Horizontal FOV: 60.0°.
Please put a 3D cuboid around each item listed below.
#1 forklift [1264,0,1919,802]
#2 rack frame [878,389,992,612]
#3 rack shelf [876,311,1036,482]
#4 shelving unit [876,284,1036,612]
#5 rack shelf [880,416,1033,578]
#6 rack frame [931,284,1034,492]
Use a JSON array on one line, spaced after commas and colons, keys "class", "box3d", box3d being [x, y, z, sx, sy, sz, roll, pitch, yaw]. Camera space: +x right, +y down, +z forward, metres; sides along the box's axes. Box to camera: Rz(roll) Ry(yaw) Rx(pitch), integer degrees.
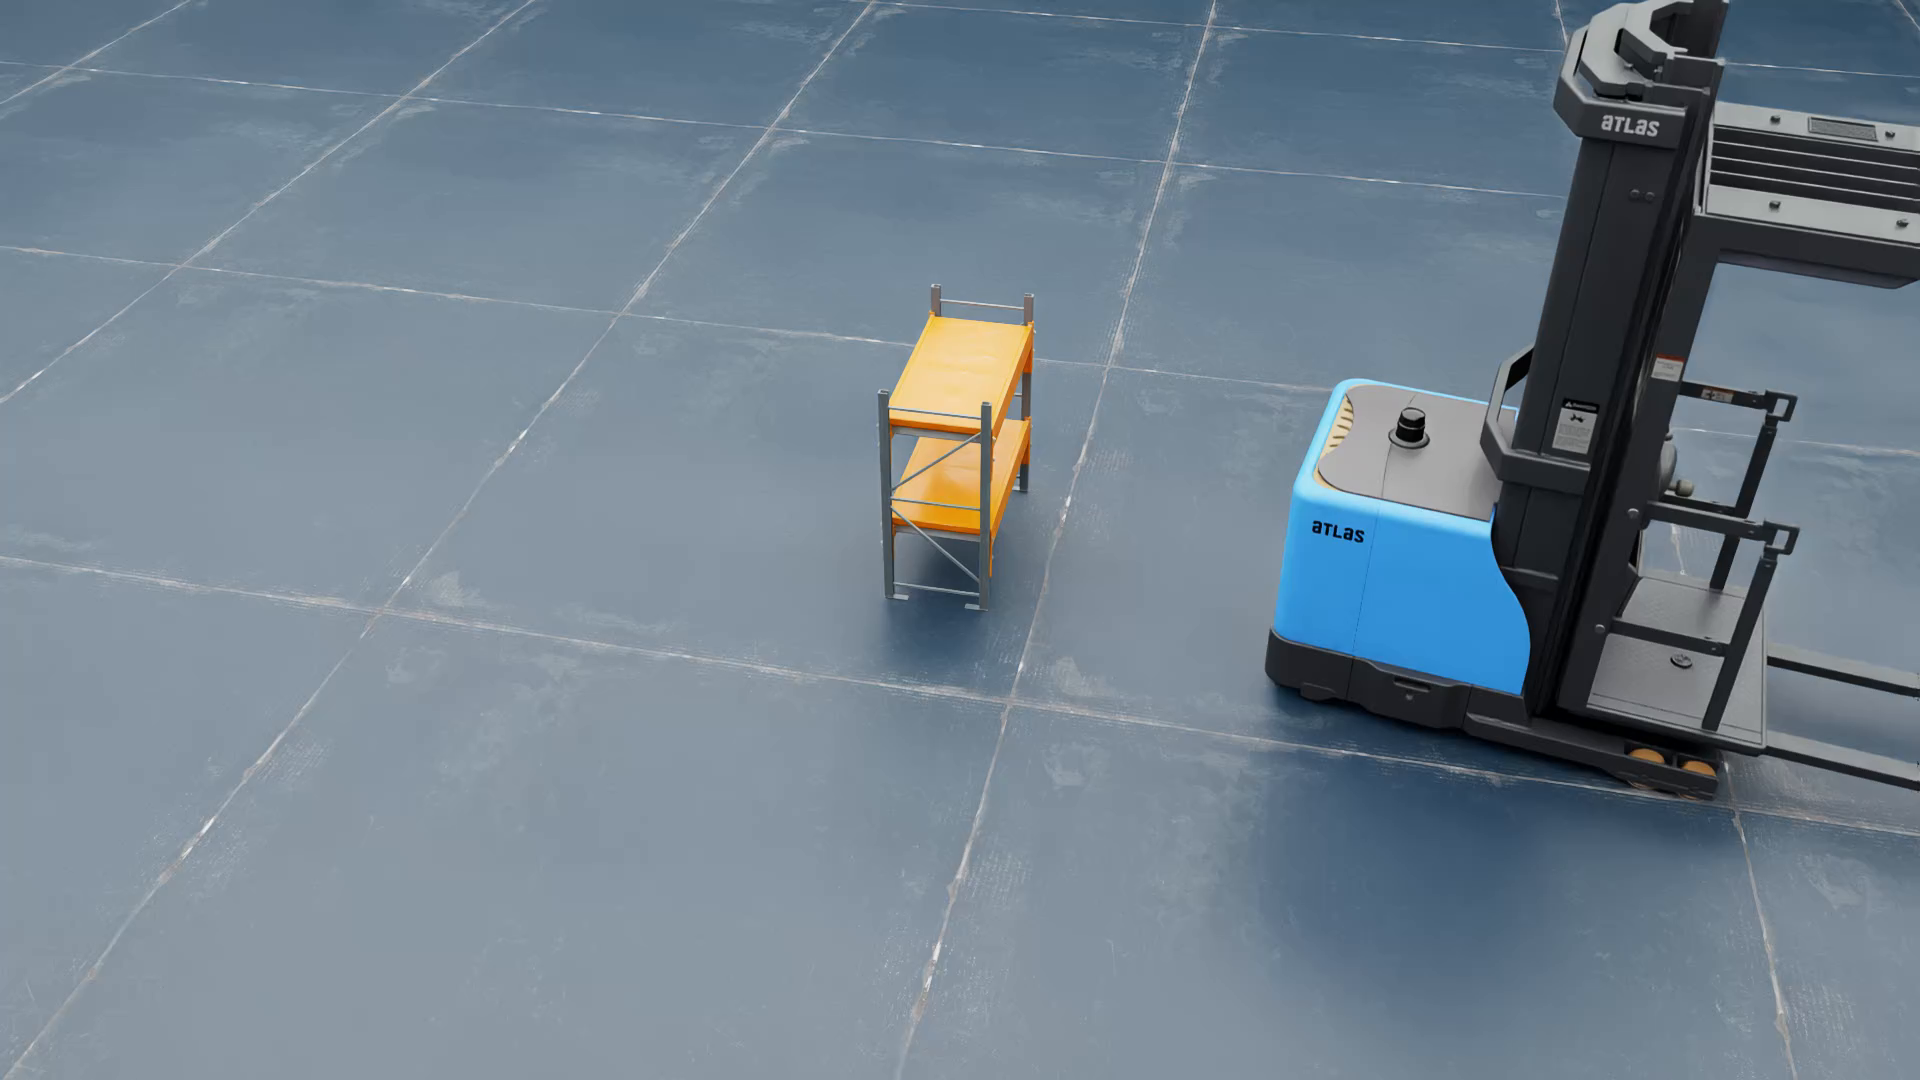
[{"class": "forklift", "box3d": [2.914, -0.476, 6.409, 3.031, 2.935, 1.130, 13, 38, 17]}, {"class": "rack frame", "box3d": [-0.110, -0.160, 7.512, 0.500, 1.125, 0.032, 7, 37, 10]}, {"class": "rack shelf", "box3d": [-0.001, -0.689, 7.743, 0.538, 0.278, 1.000, 7, 37, 10]}, {"class": "shelving unit", "box3d": [-0.001, -0.452, 7.915, 0.538, 1.125, 1.048, 7, 37, 10]}, {"class": "rack shelf", "box3d": [-0.001, -0.254, 8.058, 0.538, 0.278, 1.000, 7, 37, 10]}, {"class": "rack frame", "box3d": [0.107, -0.743, 8.317, 0.500, 1.125, 0.032, 7, 37, 10]}]
